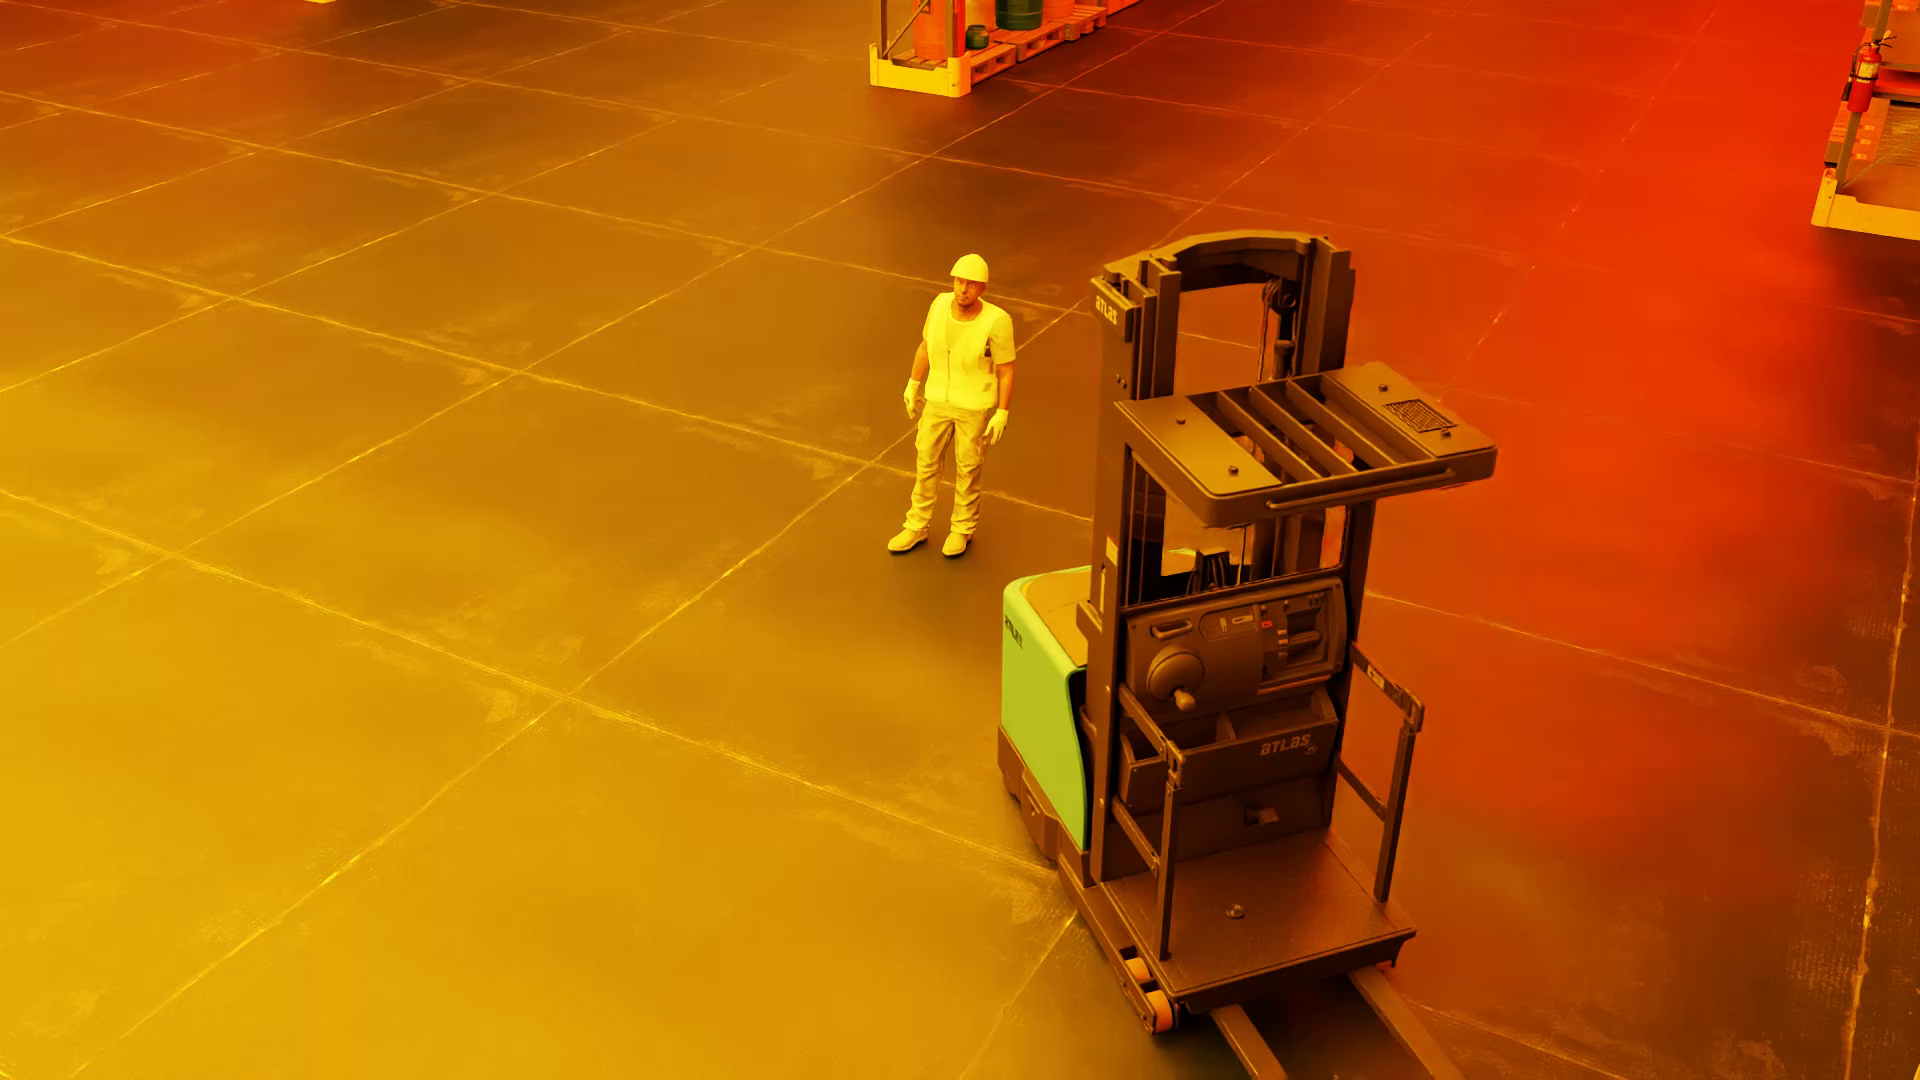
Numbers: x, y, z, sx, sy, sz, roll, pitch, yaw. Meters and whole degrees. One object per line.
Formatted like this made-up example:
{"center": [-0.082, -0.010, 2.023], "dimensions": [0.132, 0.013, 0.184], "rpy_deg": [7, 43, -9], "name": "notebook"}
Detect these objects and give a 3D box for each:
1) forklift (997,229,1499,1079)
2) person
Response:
{"center": [1.154, 0.456, 6.281], "dimensions": [1.130, 2.935, 3.031], "rpy_deg": [-10, 32, -17], "name": "forklift"}
{"center": [-0.042, -0.748, 9.502], "dimensions": [0.656, 1.784, 0.575], "rpy_deg": [15, 33, 25], "name": "person"}
